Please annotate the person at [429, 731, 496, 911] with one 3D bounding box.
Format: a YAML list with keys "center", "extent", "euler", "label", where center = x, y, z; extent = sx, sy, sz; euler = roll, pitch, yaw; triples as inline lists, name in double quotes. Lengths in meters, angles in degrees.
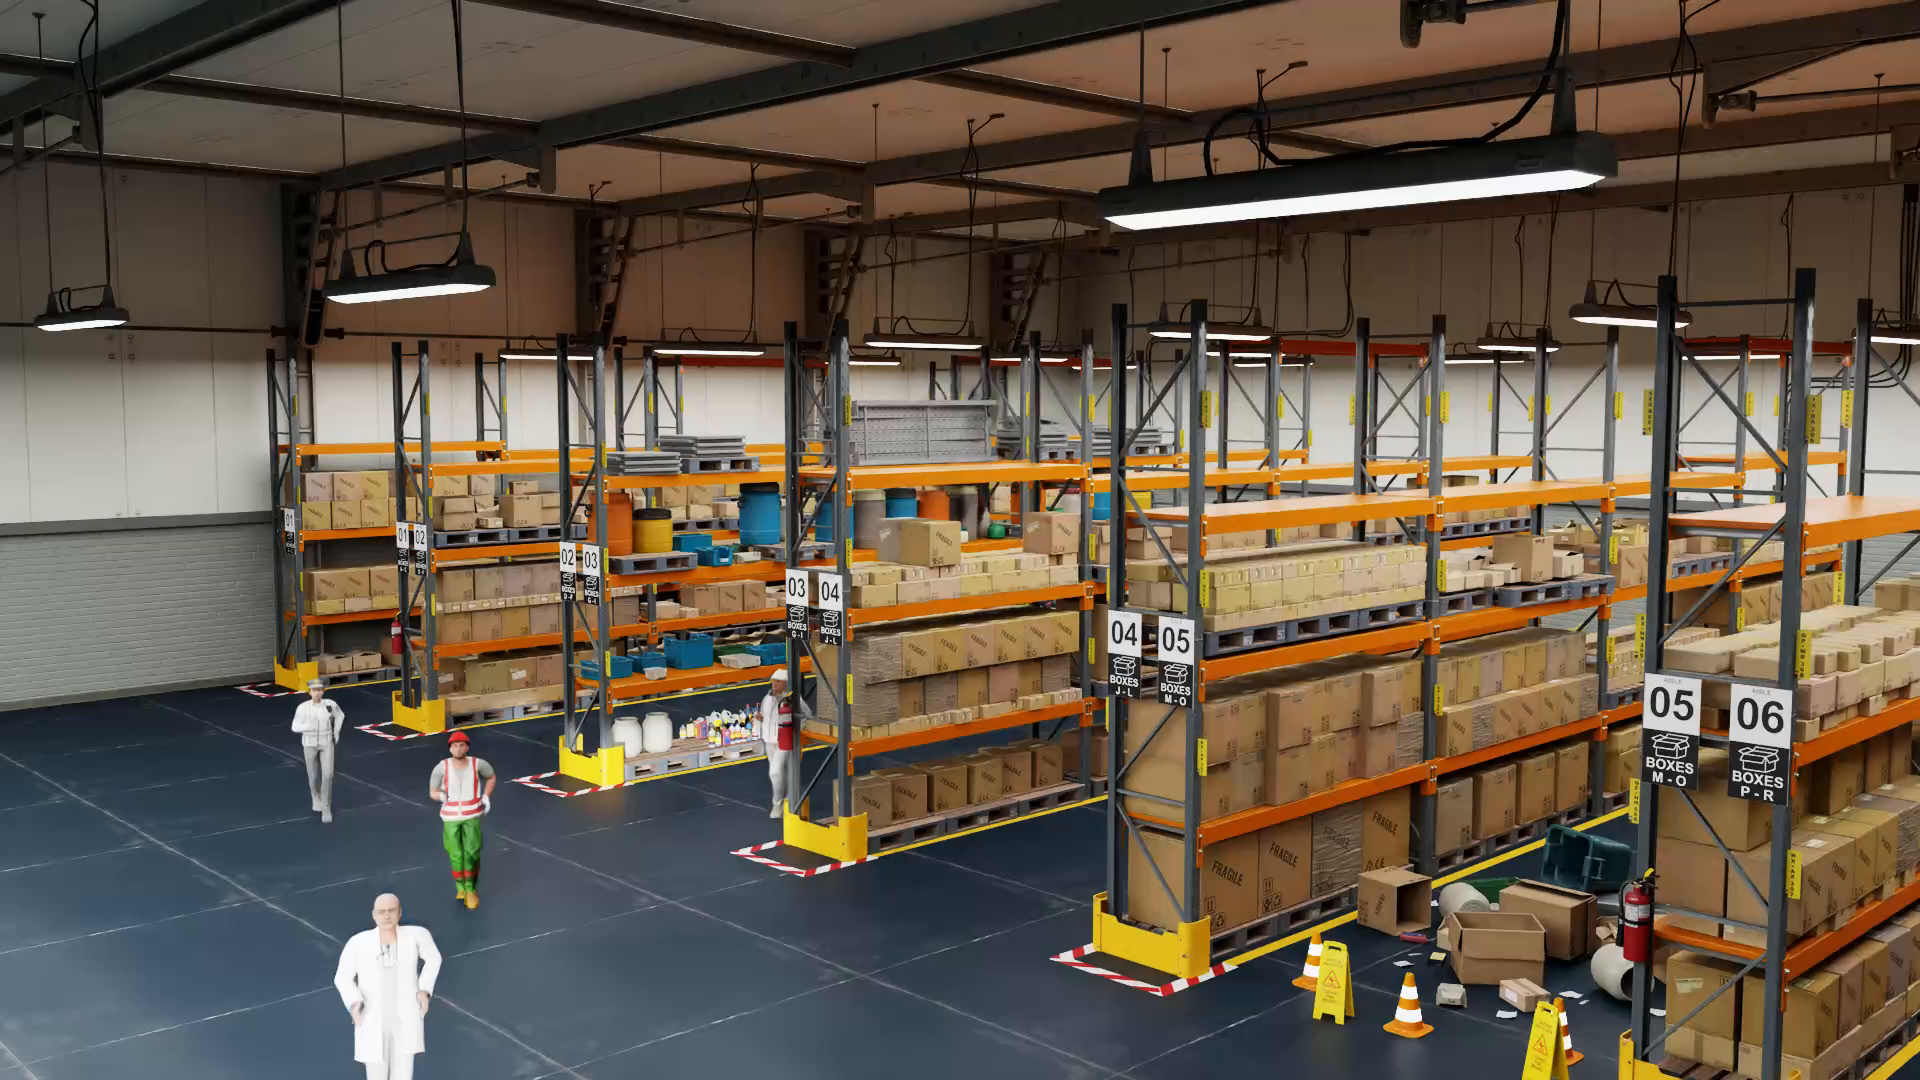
- center: [-5.011, 2.831, 16.742]
  extent: [0.635, 1.809, 0.681]
  euler: [-1, 5, -12]
  label: "person"

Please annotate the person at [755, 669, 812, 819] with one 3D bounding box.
- center: [-2.232, 2.510, 20.541]
  extent: [0.638, 1.829, 0.719]
  euler: [4, 6, 37]
  label: "person"

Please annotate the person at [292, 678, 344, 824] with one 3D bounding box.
- center: [-7.851, 2.542, 20.367]
  extent: [0.600, 1.730, 0.785]
  euler: [-2, 5, -21]
  label: "person"

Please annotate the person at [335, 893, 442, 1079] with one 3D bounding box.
- center: [-3.929, 3.304, 11.483]
  extent: [0.710, 1.750, 0.888]
  euler: [-2, 5, -21]
  label: "person"
